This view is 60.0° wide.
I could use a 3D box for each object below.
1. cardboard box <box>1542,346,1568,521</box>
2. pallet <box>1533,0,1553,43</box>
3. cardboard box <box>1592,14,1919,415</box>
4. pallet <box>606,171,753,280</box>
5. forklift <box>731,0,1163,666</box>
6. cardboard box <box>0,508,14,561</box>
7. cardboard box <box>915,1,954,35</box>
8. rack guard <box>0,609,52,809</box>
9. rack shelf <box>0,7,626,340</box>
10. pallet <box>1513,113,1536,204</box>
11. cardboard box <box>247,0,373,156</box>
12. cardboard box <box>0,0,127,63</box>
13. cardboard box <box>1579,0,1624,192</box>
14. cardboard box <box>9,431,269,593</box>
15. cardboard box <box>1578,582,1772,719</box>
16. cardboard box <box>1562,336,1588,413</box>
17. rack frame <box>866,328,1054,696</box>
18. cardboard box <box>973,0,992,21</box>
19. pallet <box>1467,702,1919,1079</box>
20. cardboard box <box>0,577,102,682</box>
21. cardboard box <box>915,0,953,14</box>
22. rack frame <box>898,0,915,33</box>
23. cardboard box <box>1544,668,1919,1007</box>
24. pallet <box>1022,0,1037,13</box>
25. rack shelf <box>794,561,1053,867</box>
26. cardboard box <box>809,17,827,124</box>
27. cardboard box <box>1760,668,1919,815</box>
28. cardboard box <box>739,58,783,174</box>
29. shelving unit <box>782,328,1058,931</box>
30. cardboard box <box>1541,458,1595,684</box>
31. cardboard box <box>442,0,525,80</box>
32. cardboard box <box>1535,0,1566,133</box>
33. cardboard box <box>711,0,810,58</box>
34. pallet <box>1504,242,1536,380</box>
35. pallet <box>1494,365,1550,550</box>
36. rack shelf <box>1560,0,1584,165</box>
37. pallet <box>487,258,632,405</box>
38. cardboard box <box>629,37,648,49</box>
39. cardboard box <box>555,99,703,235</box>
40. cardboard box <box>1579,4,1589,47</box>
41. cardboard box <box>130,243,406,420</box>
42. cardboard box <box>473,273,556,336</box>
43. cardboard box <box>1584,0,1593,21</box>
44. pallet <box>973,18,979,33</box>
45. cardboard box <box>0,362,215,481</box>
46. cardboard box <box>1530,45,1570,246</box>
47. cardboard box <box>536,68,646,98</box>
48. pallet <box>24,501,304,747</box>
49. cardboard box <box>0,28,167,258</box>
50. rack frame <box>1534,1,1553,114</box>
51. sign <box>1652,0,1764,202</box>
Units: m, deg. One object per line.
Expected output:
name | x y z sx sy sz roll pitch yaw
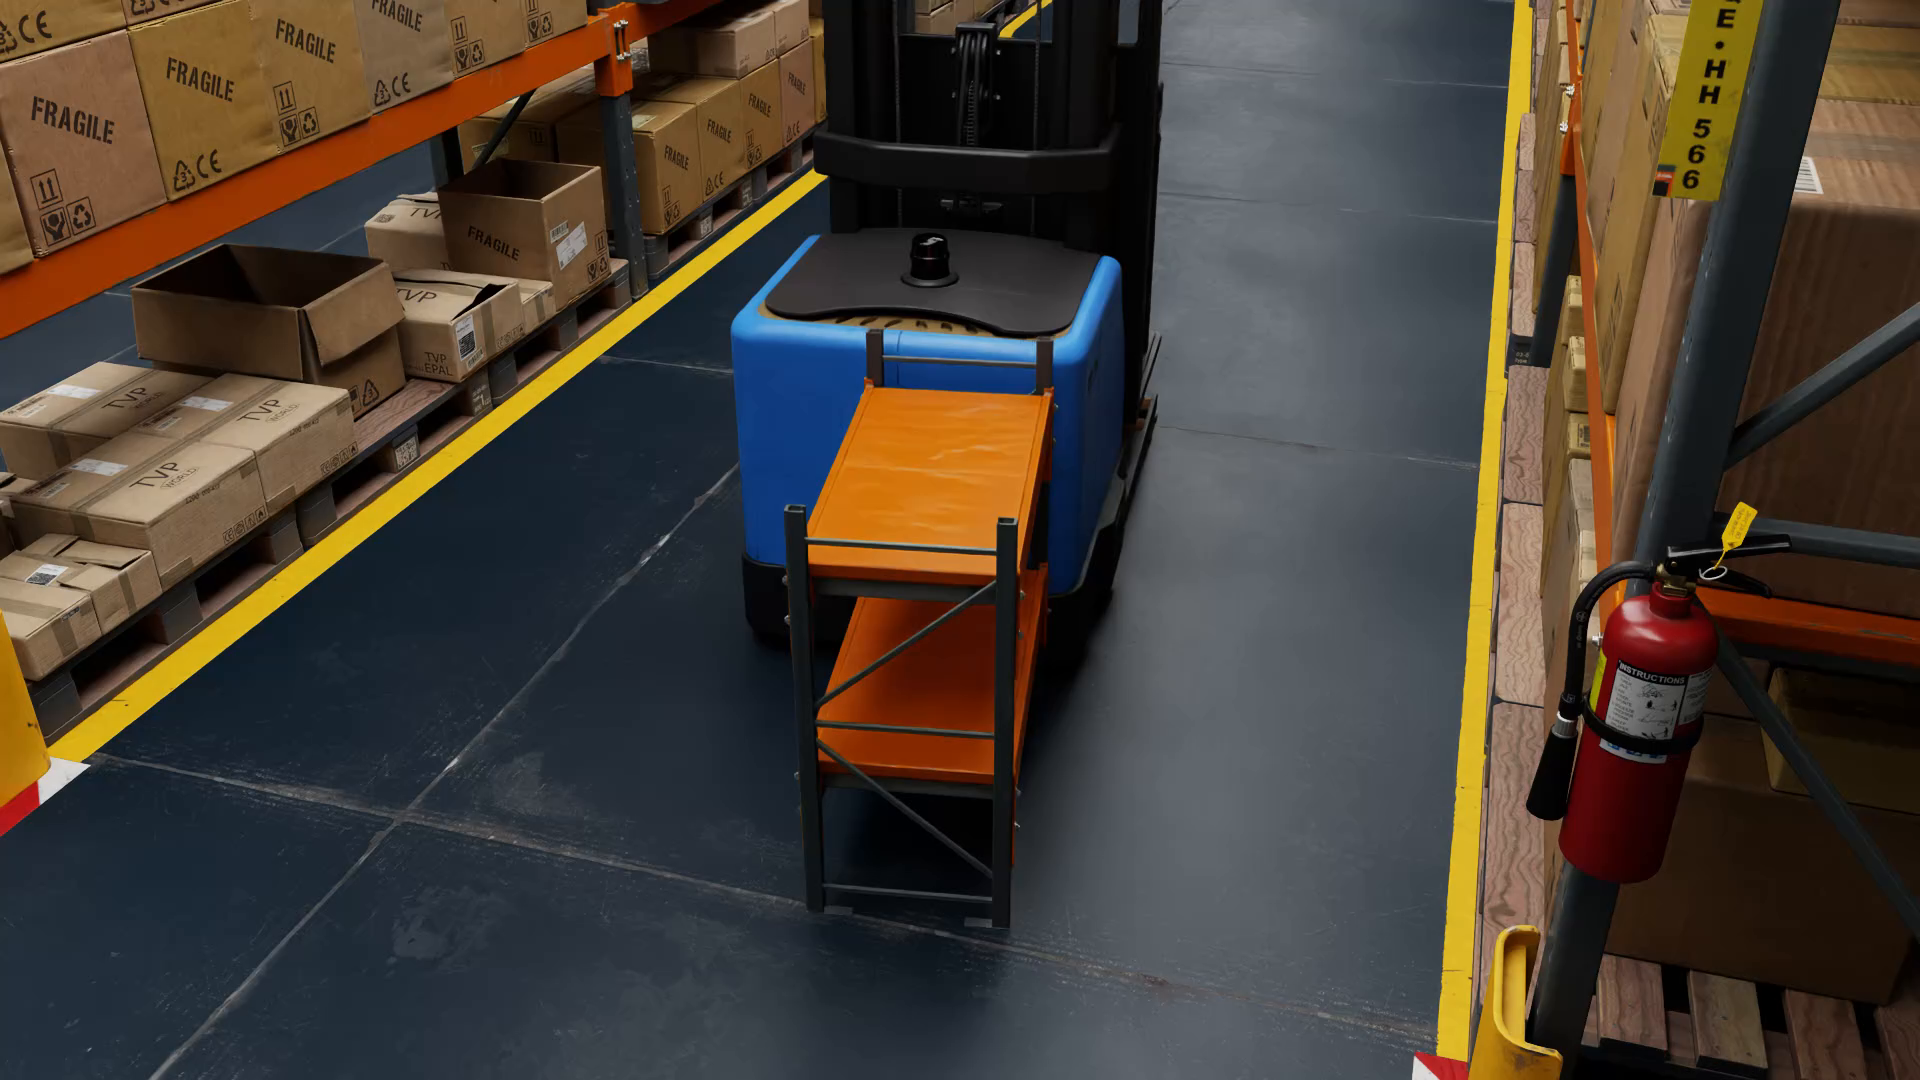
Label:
cardboard box | 2.305 -0.342 5.418 0.700 0.500 0.500 8 30 14
pallet | 4.894 -3.954 12.640 1.003 0.211 1.213 8 30 15
cardboard box | 1.942 -0.667 3.555 0.980 0.700 0.700 8 30 14
pallet | -1.761 -1.687 8.565 1.003 0.211 1.213 8 30 15
forklift | 0.153 -1.607 5.624 1.130 2.935 3.031 6 30 11
cardboard box | -3.214 -0.051 4.874 0.500 0.500 0.500 8 30 15
cardboard box | -0.355 -3.564 11.468 0.500 0.250 0.500 8 30 15
rack guard | -3.116 0.394 4.527 1.175 0.500 0.348 8 30 15
rack shelf | -2.551 -1.278 5.702 1.077 0.370 4.000 8 30 15
pallet | 3.643 -2.101 9.310 1.003 0.211 1.213 8 30 15
cardboard box | -2.311 -1.581 5.403 0.500 0.500 0.500 9 30 16
cardboard box | -2.609 -1.556 4.330 0.500 0.500 0.500 9 30 15
cardboard box | 2.379 -1.360 4.800 0.980 0.700 0.700 8 30 14
cardboard box | -2.560 -0.098 5.217 0.500 0.250 0.500 8 30 15
cardboard box | 1.572 0.242 3.701 0.380 0.149 0.250 8 30 14
cardboard box | 2.027 -0.483 5.004 0.380 0.149 0.250 8 30 13
rack frame | -0.002 -0.054 4.689 0.500 1.125 0.032 3 29 6
cardboard box | -0.062 -4.040 12.324 0.500 0.250 0.500 8 30 14
pallet | 1.759 0.878 3.954 1.003 0.211 1.213 8 30 15
cardboard box | -2.686 0.245 4.704 0.380 0.149 0.250 8 30 15
cardboard box | -0.355 -3.809 11.331 0.500 0.311 0.500 10 30 17
rack frame | -0.790 -4.381 10.539 1.000 3.000 0.127 8 30 15
cardboard box | 1.709 0.612 3.704 0.700 0.500 0.500 8 30 15
pallet | 0.205 -4.673 13.933 1.003 0.211 1.213 8 30 15
rack shelf | -0.064 0.405 4.367 0.538 0.278 1.000 3 29 6
cardboard box | -0.992 -2.772 9.766 0.500 0.500 0.500 7 30 13
cardboard box | 1.863 0.415 3.391 0.380 0.149 0.250 9 30 15
cardboard box | -1.289 -2.292 8.904 0.500 0.500 0.500 9 30 15
shelving unit | -0.064 0.192 4.248 0.538 1.125 1.048 3 29 6
cardboard box | 2.002 0.145 4.543 0.700 0.500 0.500 8 30 13
cardboard box | -2.015 -2.057 6.259 0.500 0.500 0.500 9 30 16
cardboard box | 3.606 -2.597 9.111 0.750 0.750 0.750 8 30 14
cardboard box | -1.149 -2.837 9.112 0.500 0.250 0.500 8 30 14
pallet | 2.927 -0.967 7.272 1.003 0.211 1.213 8 30 15
pallet | 2.475 -0.256 5.993 1.003 0.211 1.213 8 30 15
rack shelf | 3.360 -2.432 7.776 1.077 0.370 4.000 8 30 15
pallet | -2.166 -0.984 7.302 1.003 0.211 1.213 8 30 15
cardboard box | -1.645 -2.590 9.439 0.500 0.500 0.500 7 30 13
cardboard box | -1.589 -1.812 8.040 0.500 0.500 0.500 7 30 13
cardboard box | 2.653 -2.034 6.558 0.380 0.149 0.250 9 30 16
cardboard box | -2.510 -0.749 6.127 0.797 0.503 0.637 8 30 15
cardboard box | -1.913 -0.980 6.906 0.380 0.149 0.250 8 30 15
cardboard box | 2.667 -2.250 6.279 0.500 0.500 0.500 8 30 14
pallet | -0.511 -3.539 11.895 1.003 0.211 1.213 8 30 15
cardboard box | -2.906 -0.379 5.721 0.500 0.250 0.500 8 30 15
cardboard box | 3.097 -1.795 7.670 0.750 0.750 0.750 9 30 16
cardboard box | -1.940 -2.120 8.595 0.500 0.500 0.500 9 30 15
pallet | -2.882 0.150 5.264 1.003 0.211 1.213 8 30 15
cardboard box | -2.609 -1.116 4.567 0.500 0.500 0.500 8 30 14
rack frame | 3.947 -3.676 9.272 1.000 3.000 0.127 8 30 15
sign | 1.084 -0.651 2.400 0.100 0.325 0.005 8 30 15
